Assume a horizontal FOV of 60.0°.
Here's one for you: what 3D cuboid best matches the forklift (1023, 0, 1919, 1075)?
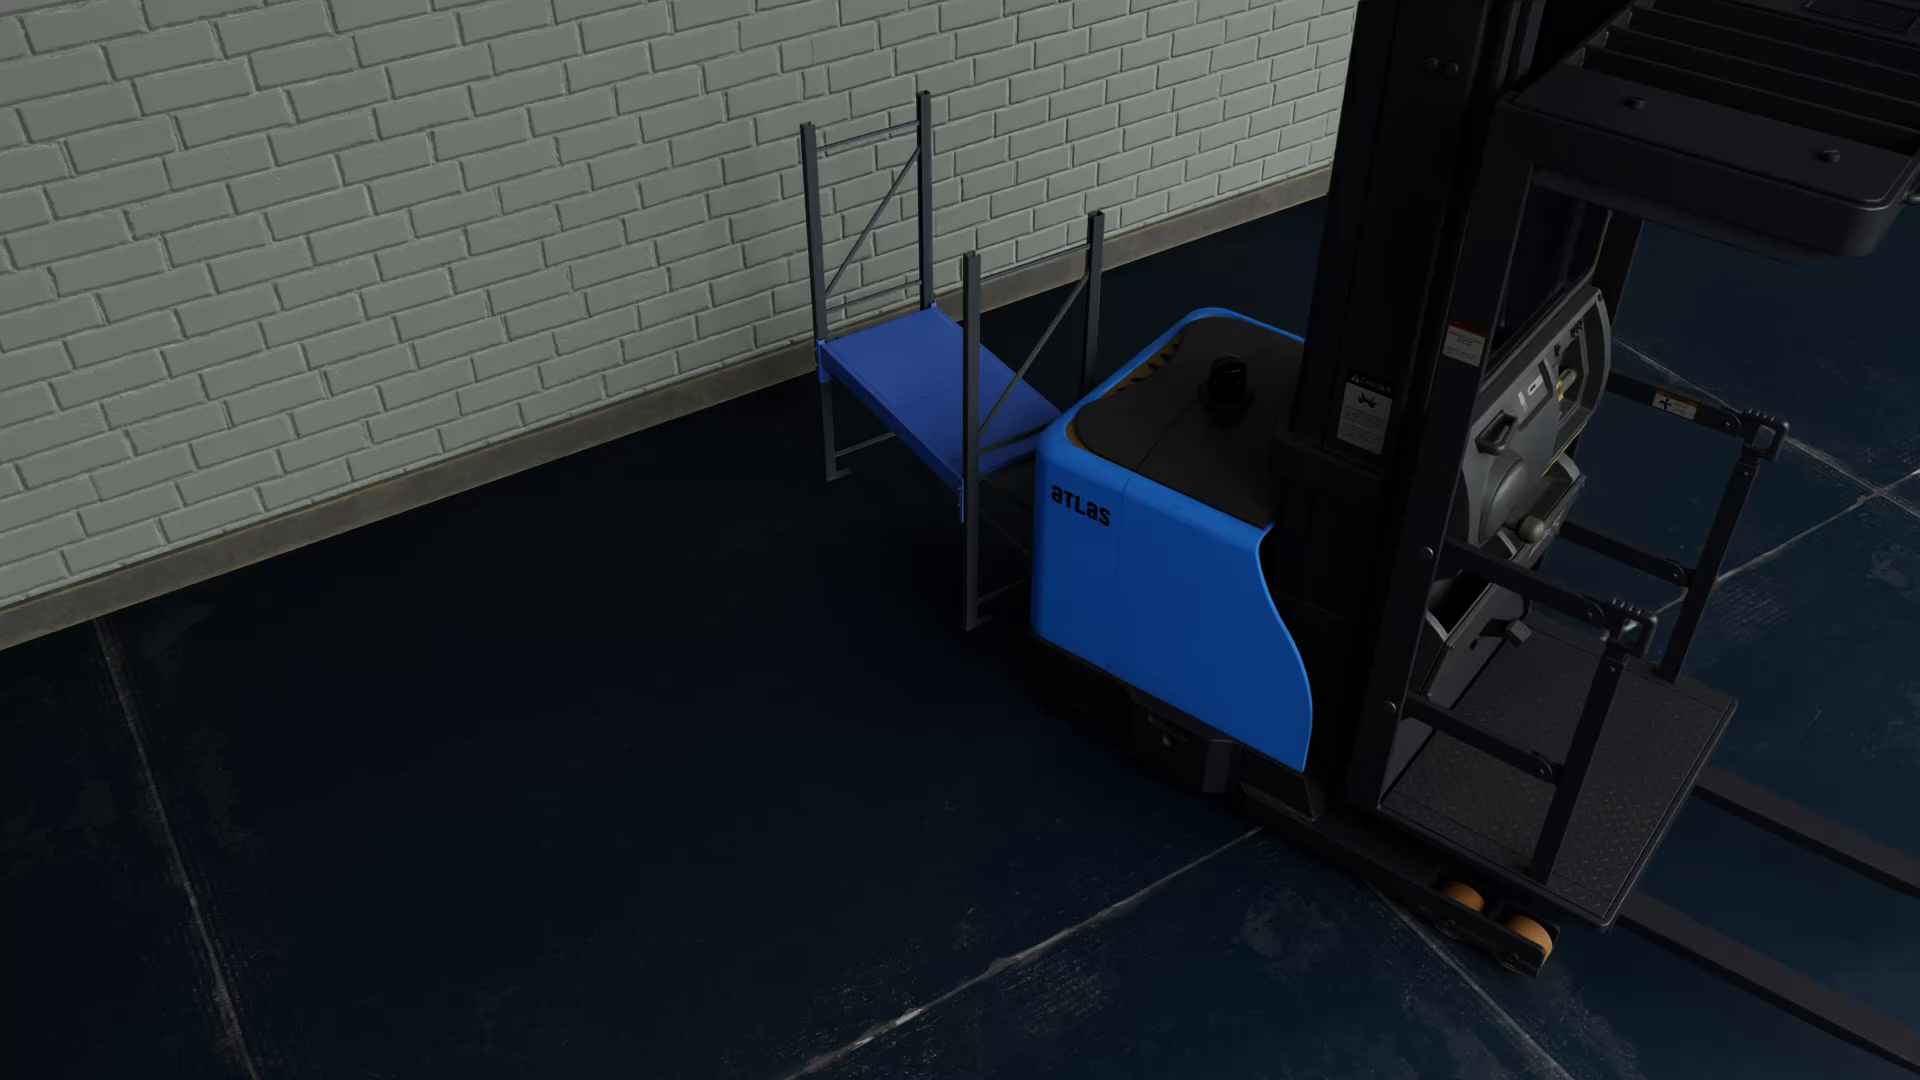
[{"bbox_3d":[1.686,-0.275,4.290,3.031,2.935,1.130,27,47,28],"label":"forklift"}]

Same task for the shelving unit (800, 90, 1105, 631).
[{"bbox_3d":[-0.046,-0.622,5.825,0.538,1.500,1.048,-22,45,-24],"label":"shelving unit"}]

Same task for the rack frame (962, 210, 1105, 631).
[{"bbox_3d":[0.227,-0.348,5.496,0.500,1.500,0.032,-22,45,-24],"label":"rack frame"}]

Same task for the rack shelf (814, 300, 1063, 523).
[{"bbox_3d":[-0.046,-0.484,5.940,0.538,0.185,1.000,-22,45,-24],"label":"rack shelf"}]

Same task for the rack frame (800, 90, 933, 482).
[{"bbox_3d":[-0.319,-0.897,6.154,0.500,1.500,0.032,-22,45,-24],"label":"rack frame"}]
